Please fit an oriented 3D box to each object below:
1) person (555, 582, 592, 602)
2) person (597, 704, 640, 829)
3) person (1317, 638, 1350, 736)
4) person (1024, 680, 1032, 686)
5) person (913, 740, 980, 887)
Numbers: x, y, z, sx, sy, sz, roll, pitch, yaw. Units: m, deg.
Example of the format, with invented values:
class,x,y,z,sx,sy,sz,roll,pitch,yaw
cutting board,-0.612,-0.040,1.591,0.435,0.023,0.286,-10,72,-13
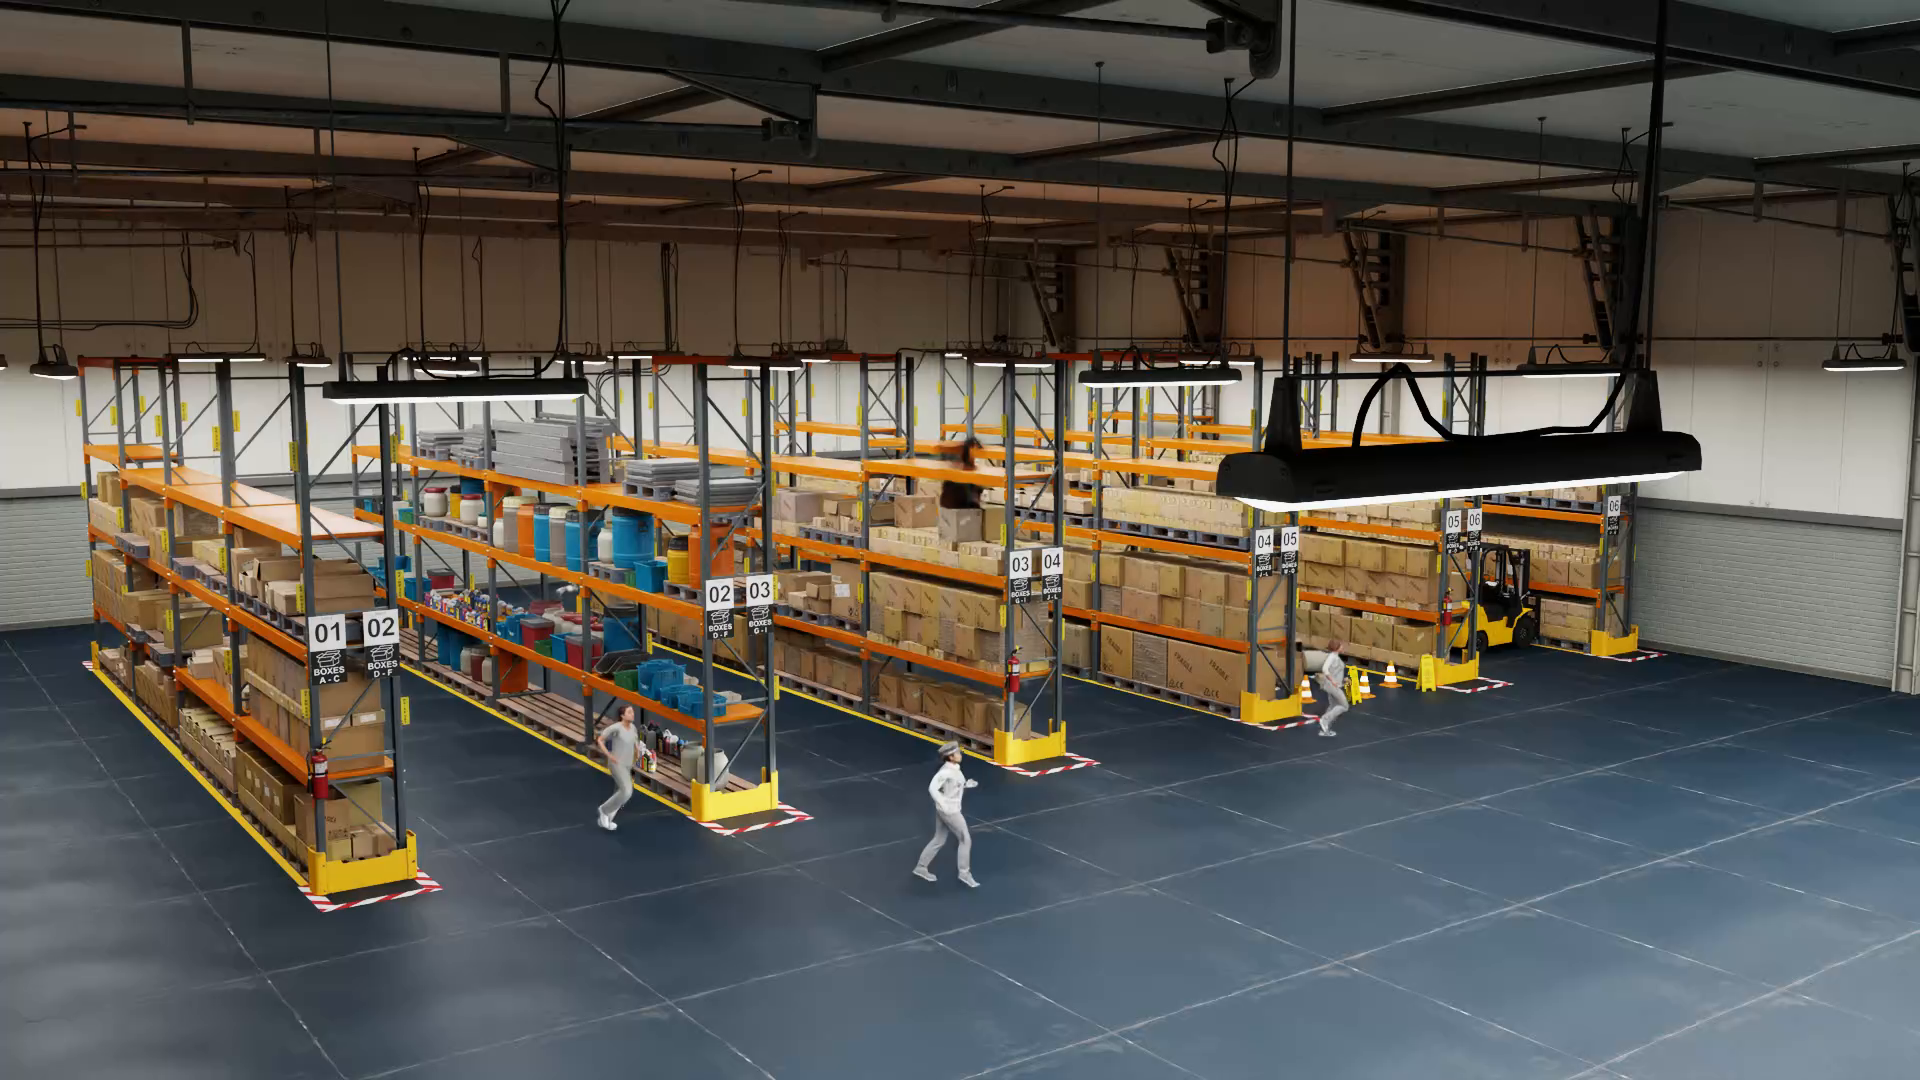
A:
class,x,y,z,sx,sy,sz,roll,pitch,yaw
person,-8.977,0.776,38.870,0.978,1.759,0.641,-4,8,-32
person,-4.380,2.919,21.538,0.567,1.612,0.570,4,8,27
person,5.900,2.322,26.216,0.489,1.554,0.555,2,7,12
person,1.015,1.652,29.513,0.673,1.833,0.915,-6,9,-40
person,-0.165,3.172,19.269,0.775,1.754,0.584,-1,7,-7
